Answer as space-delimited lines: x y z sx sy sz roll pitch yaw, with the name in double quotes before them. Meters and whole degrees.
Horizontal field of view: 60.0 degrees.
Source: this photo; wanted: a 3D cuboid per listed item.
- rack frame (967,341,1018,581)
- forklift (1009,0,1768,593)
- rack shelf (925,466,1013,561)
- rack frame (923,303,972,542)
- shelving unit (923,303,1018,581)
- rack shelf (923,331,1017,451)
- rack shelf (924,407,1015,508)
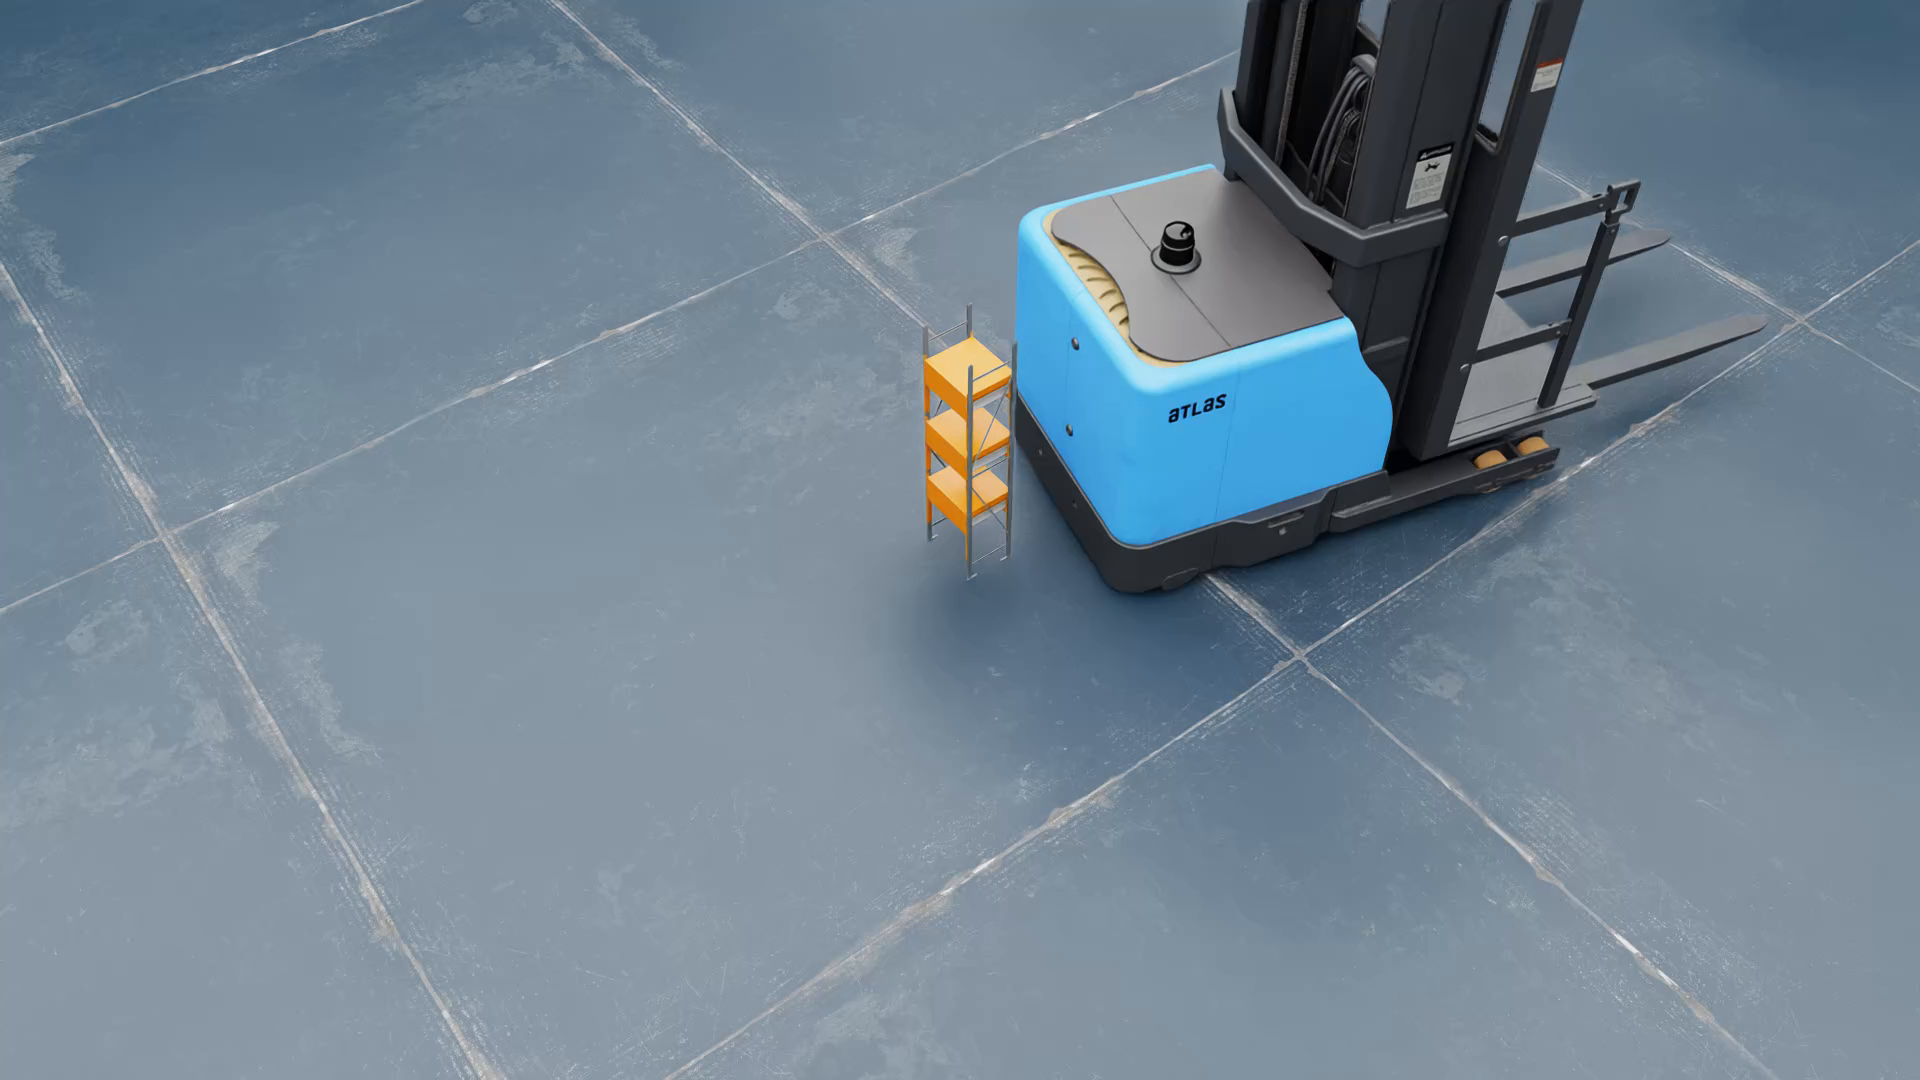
"rack frame" 0.106 -0.249 5.767 0.200 1.050 0.008 -29 54 -24
"forklift" 1.759 -1.511 5.642 3.031 2.935 1.130 -17 50 -15
"rack shelf" 0.032 -0.127 6.046 0.215 0.259 0.240 -29 54 -24
"rack frame" -0.041 -0.393 5.898 0.200 1.050 0.008 -29 54 -24
"shelving unit" 0.032 -0.321 5.832 0.215 1.050 0.252 -29 54 -24
"rack shelf" 0.032 -0.505 5.630 0.215 0.259 0.240 -29 54 -24
"rack shelf" 0.032 -0.314 5.840 0.215 0.259 0.240 -29 54 -24
